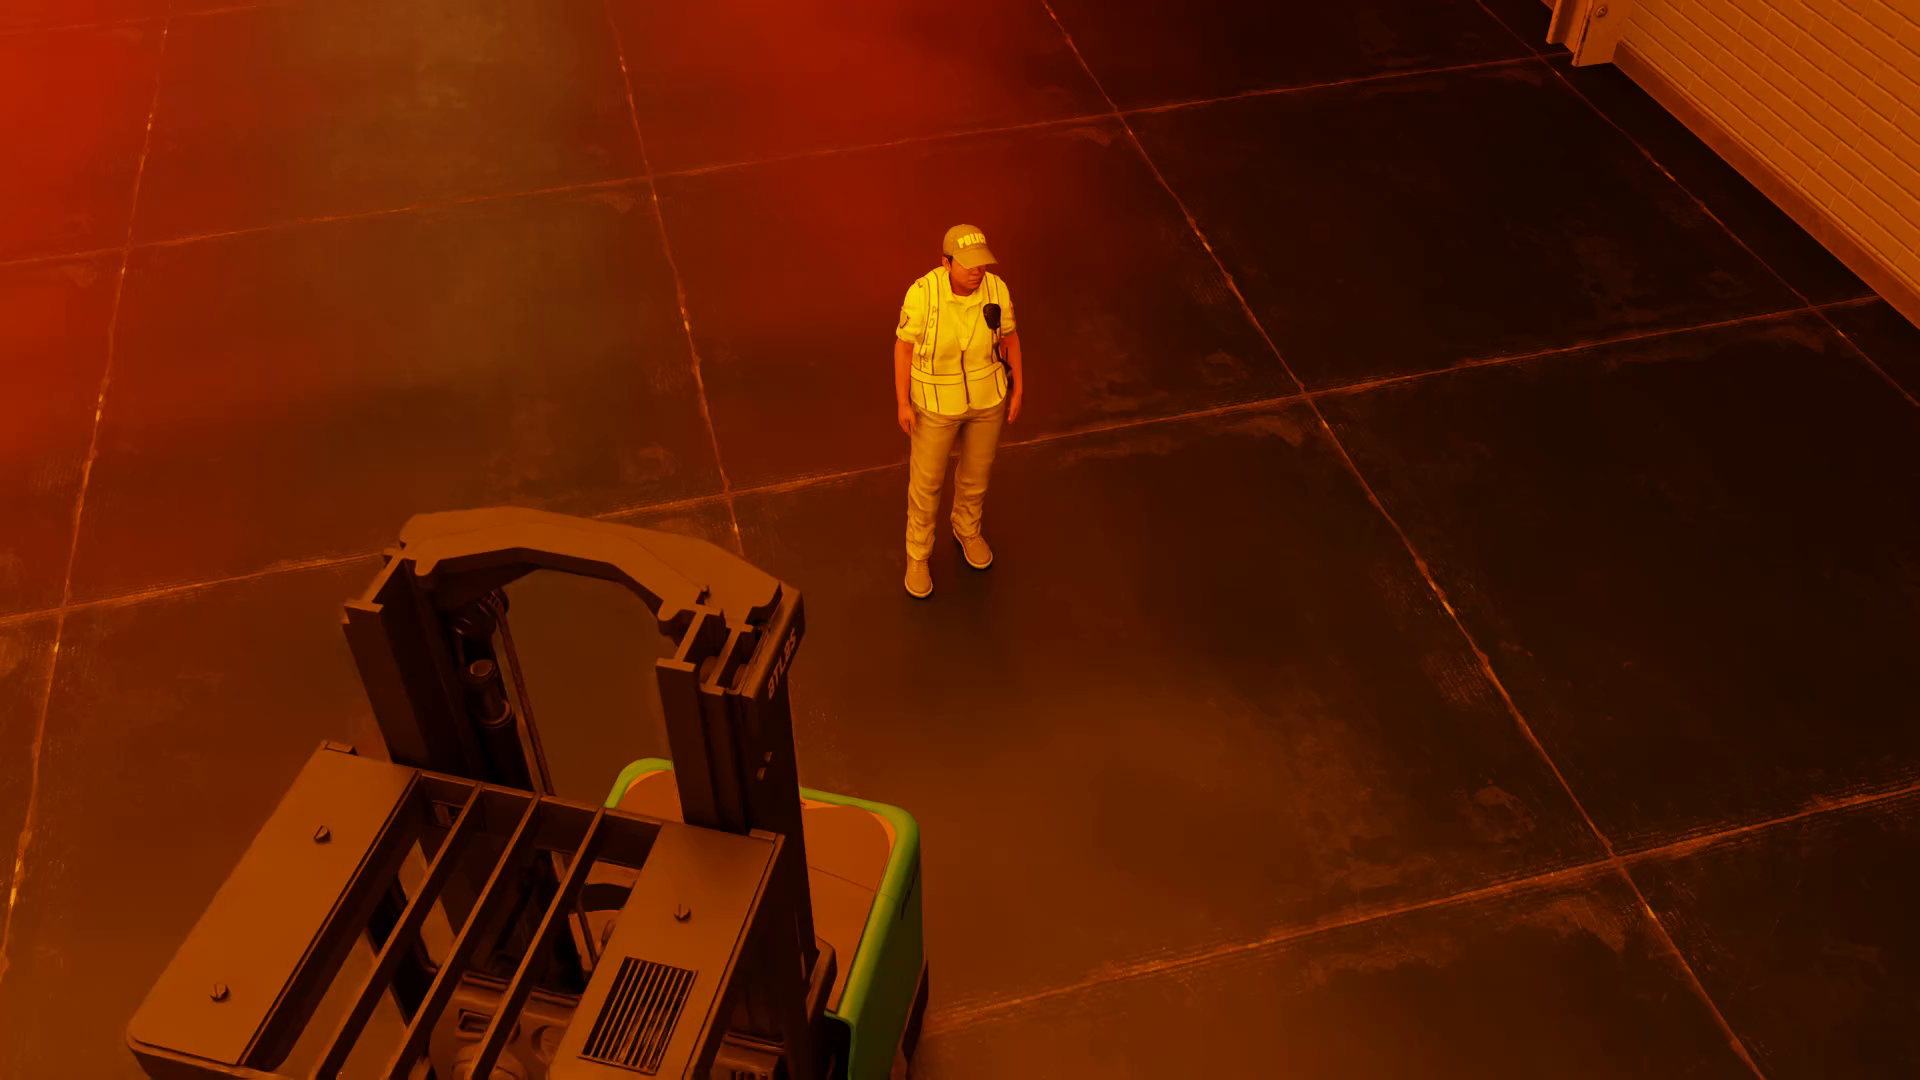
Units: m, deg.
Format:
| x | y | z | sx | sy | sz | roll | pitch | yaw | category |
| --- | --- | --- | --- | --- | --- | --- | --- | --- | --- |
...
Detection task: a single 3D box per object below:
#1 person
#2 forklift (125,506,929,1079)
| x | y | z | sx | sy | sz | roll | pitch | yaw | category |
| --- | --- | --- | --- | --- | --- | --- | --- | --- | --- |
| -0.002 | -0.556 | 7.143 | 0.599 | 1.670 | 0.529 | -10 | 44 | -11 | person |
| -0.964 | 1.481 | 4.078 | 1.130 | 2.935 | 3.031 | 10 | 44 | 10 | forklift |
